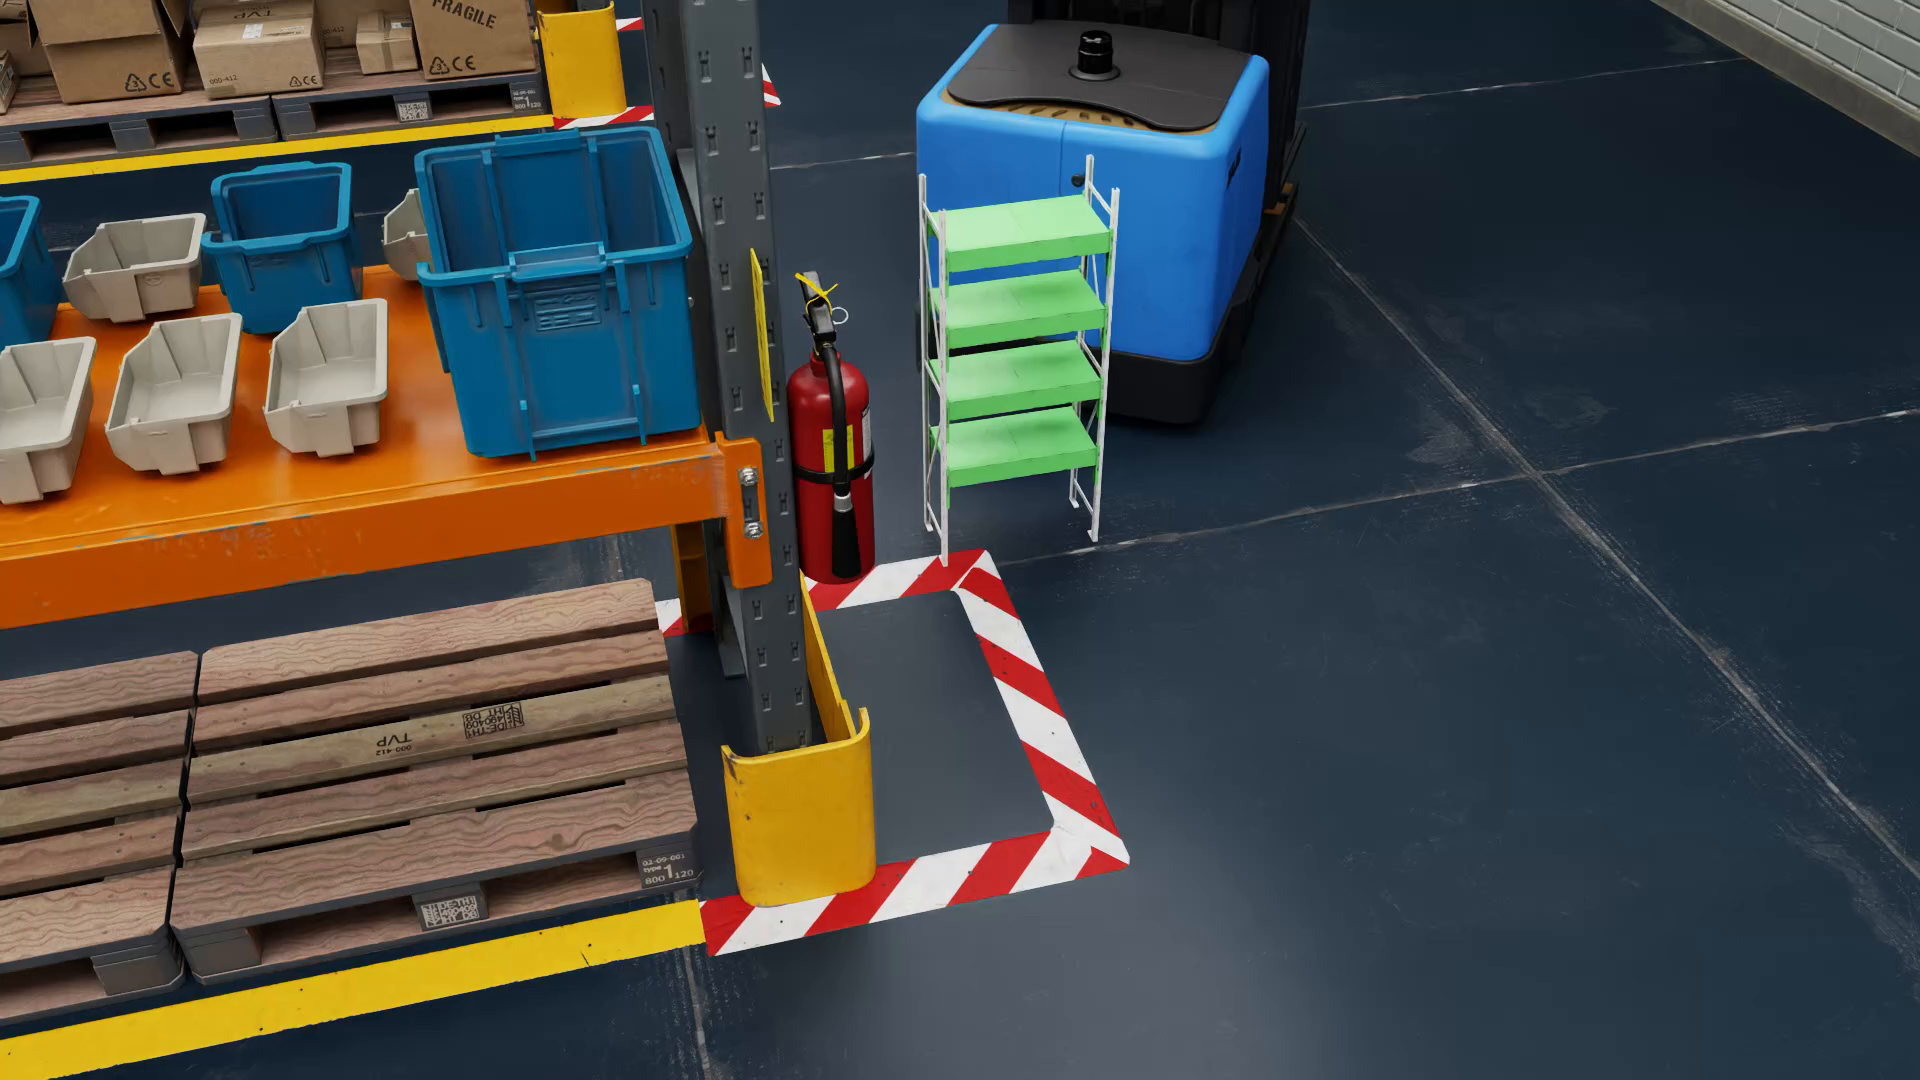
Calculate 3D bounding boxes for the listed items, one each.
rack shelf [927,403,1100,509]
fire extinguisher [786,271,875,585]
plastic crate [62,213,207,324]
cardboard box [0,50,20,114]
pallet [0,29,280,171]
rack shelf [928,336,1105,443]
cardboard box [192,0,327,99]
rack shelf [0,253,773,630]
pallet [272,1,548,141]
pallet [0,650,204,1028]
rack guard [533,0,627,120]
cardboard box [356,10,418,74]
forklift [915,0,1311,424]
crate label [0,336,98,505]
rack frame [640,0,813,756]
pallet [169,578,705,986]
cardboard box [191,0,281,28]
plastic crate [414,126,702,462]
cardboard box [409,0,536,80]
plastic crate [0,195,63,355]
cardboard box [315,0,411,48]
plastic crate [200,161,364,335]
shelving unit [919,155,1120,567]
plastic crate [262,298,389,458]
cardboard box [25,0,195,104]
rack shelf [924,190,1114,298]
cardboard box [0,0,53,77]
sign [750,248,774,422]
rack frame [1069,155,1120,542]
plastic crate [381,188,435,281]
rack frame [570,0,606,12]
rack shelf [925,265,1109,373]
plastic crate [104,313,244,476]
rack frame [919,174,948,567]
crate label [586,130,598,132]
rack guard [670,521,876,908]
[{"bbox_3d":[0.160,-0.261,5.104,0.480,0.148,0.258,-9,38,-12],"label":"rack shelf"},{"bbox_3d":[-0.269,-0.218,3.437,0.183,0.674,0.296,-9,38,-12],"label":"fire extinguisher"},{"bbox_3d":[-1.844,-0.603,3.737,0.298,0.136,0.250,-9,38,-12],"label":"plastic crate"},{"bbox_3d":[-4.389,-2.044,7.423,0.250,0.166,0.380,-9,38,-12],"label":"cardboard box"},{"bbox_3d":[-3.840,-2.108,7.832,1.213,0.211,1.003,-9,38,-12],"label":"pallet"},{"bbox_3d":[0.160,-0.452,4.959,0.480,0.148,0.258,-9,38,-12],"label":"rack shelf"},{"bbox_3d":[-3.207,-2.265,7.643,0.500,0.250,0.500,-9,38,-12],"label":"cardboard box"},{"bbox_3d":[-2.464,-0.037,3.422,4.000,0.370,1.077,-9,38,-12],"label":"rack shelf"},{"bbox_3d":[-2.664,-2.299,8.082,1.213,0.211,1.003,-9,38,-12],"label":"pallet"},{"bbox_3d":[-2.515,0.767,4.074,1.213,0.211,1.003,-9,38,-12],"label":"pallet"},{"bbox_3d":[-1.895,-2.541,8.160,0.348,0.500,1.175,-9,38,-12],"label":"rack guard"},{"bbox_3d":[-2.697,-2.353,7.827,0.250,0.166,0.380,-9,38,-12],"label":"cardboard box"},{"bbox_3d":[0.789,-2.457,6.050,1.130,2.935,3.031,11,39,14],"label":"forklift"},{"bbox_3d":[-1.820,-0.228,3.246,0.243,0.136,0.396,-9,38,-12],"label":"crate label"},{"bbox_3d":[-0.534,-0.640,3.618,0.127,3.000,1.000,-9,38,-12],"label":"rack frame"},{"bbox_3d":[-1.340,0.576,4.324,1.213,0.211,1.003,-9,38,-12],"label":"pallet"},{"bbox_3d":[-3.386,-2.550,8.016,0.500,0.250,0.500,-9,38,-12],"label":"cardboard box"},{"bbox_3d":[-0.808,-0.515,3.376,0.499,0.435,0.616,-9,38,-12],"label":"plastic crate"},{"bbox_3d":[-2.282,-2.497,7.741,0.500,0.500,0.500,-9,38,-12],"label":"cardboard box"},{"bbox_3d":[-2.129,-0.543,3.579,0.300,0.233,0.416,-9,38,-12],"label":"plastic crate"},{"bbox_3d":[-2.903,-2.630,8.120,0.500,0.250,0.500,-9,38,-12],"label":"cardboard box"},{"bbox_3d":[-1.493,-0.647,3.715,0.300,0.233,0.416,-9,38,-12],"label":"plastic crate"},{"bbox_3d":[0.160,-0.503,4.920,0.503,1.200,0.258,-9,38,-12],"label":"shelving unit"},{"bbox_3d":[-1.274,-0.323,3.372,0.243,0.136,0.396,-9,38,-12],"label":"plastic crate"},{"bbox_3d":[-3.871,-2.396,7.606,0.637,0.503,0.797,-9,38,-12],"label":"cardboard box"},{"bbox_3d":[0.160,-0.833,4.667,0.480,0.148,0.258,-9,38,-12],"label":"rack shelf"},{"bbox_3d":[-4.483,-2.394,7.762,0.500,0.311,0.500,-9,38,-12],"label":"cardboard box"},{"bbox_3d":[-0.374,-0.384,3.149,0.005,0.325,0.100,-9,38,-12],"label":"sign"},{"bbox_3d":[0.395,-0.541,4.970,0.015,1.200,0.240,-9,38,-12],"label":"rack frame"},{"bbox_3d":[-1.189,-0.711,3.878,0.298,0.136,0.250,-9,38,-12],"label":"plastic crate"},{"bbox_3d":[-1.821,-3.546,7.416,0.127,3.000,1.000,-9,38,-12],"label":"rack frame"},{"bbox_3d":[0.160,-0.643,4.813,0.480,0.148,0.258,-9,38,-12],"label":"rack shelf"},{"bbox_3d":[-1.557,-0.286,3.323,0.243,0.136,0.396,-9,38,-12],"label":"plastic crate"},{"bbox_3d":[-0.076,-0.464,4.869,0.015,1.200,0.240,-9,38,-12],"label":"rack frame"},{"bbox_3d":[-0.858,-0.751,3.851,0.303,0.233,0.416,-9,38,-12],"label":"crate label"},{"bbox_3d":[-0.514,0.342,4.392,0.348,0.500,1.175,-9,38,-12],"label":"rack guard"}]
